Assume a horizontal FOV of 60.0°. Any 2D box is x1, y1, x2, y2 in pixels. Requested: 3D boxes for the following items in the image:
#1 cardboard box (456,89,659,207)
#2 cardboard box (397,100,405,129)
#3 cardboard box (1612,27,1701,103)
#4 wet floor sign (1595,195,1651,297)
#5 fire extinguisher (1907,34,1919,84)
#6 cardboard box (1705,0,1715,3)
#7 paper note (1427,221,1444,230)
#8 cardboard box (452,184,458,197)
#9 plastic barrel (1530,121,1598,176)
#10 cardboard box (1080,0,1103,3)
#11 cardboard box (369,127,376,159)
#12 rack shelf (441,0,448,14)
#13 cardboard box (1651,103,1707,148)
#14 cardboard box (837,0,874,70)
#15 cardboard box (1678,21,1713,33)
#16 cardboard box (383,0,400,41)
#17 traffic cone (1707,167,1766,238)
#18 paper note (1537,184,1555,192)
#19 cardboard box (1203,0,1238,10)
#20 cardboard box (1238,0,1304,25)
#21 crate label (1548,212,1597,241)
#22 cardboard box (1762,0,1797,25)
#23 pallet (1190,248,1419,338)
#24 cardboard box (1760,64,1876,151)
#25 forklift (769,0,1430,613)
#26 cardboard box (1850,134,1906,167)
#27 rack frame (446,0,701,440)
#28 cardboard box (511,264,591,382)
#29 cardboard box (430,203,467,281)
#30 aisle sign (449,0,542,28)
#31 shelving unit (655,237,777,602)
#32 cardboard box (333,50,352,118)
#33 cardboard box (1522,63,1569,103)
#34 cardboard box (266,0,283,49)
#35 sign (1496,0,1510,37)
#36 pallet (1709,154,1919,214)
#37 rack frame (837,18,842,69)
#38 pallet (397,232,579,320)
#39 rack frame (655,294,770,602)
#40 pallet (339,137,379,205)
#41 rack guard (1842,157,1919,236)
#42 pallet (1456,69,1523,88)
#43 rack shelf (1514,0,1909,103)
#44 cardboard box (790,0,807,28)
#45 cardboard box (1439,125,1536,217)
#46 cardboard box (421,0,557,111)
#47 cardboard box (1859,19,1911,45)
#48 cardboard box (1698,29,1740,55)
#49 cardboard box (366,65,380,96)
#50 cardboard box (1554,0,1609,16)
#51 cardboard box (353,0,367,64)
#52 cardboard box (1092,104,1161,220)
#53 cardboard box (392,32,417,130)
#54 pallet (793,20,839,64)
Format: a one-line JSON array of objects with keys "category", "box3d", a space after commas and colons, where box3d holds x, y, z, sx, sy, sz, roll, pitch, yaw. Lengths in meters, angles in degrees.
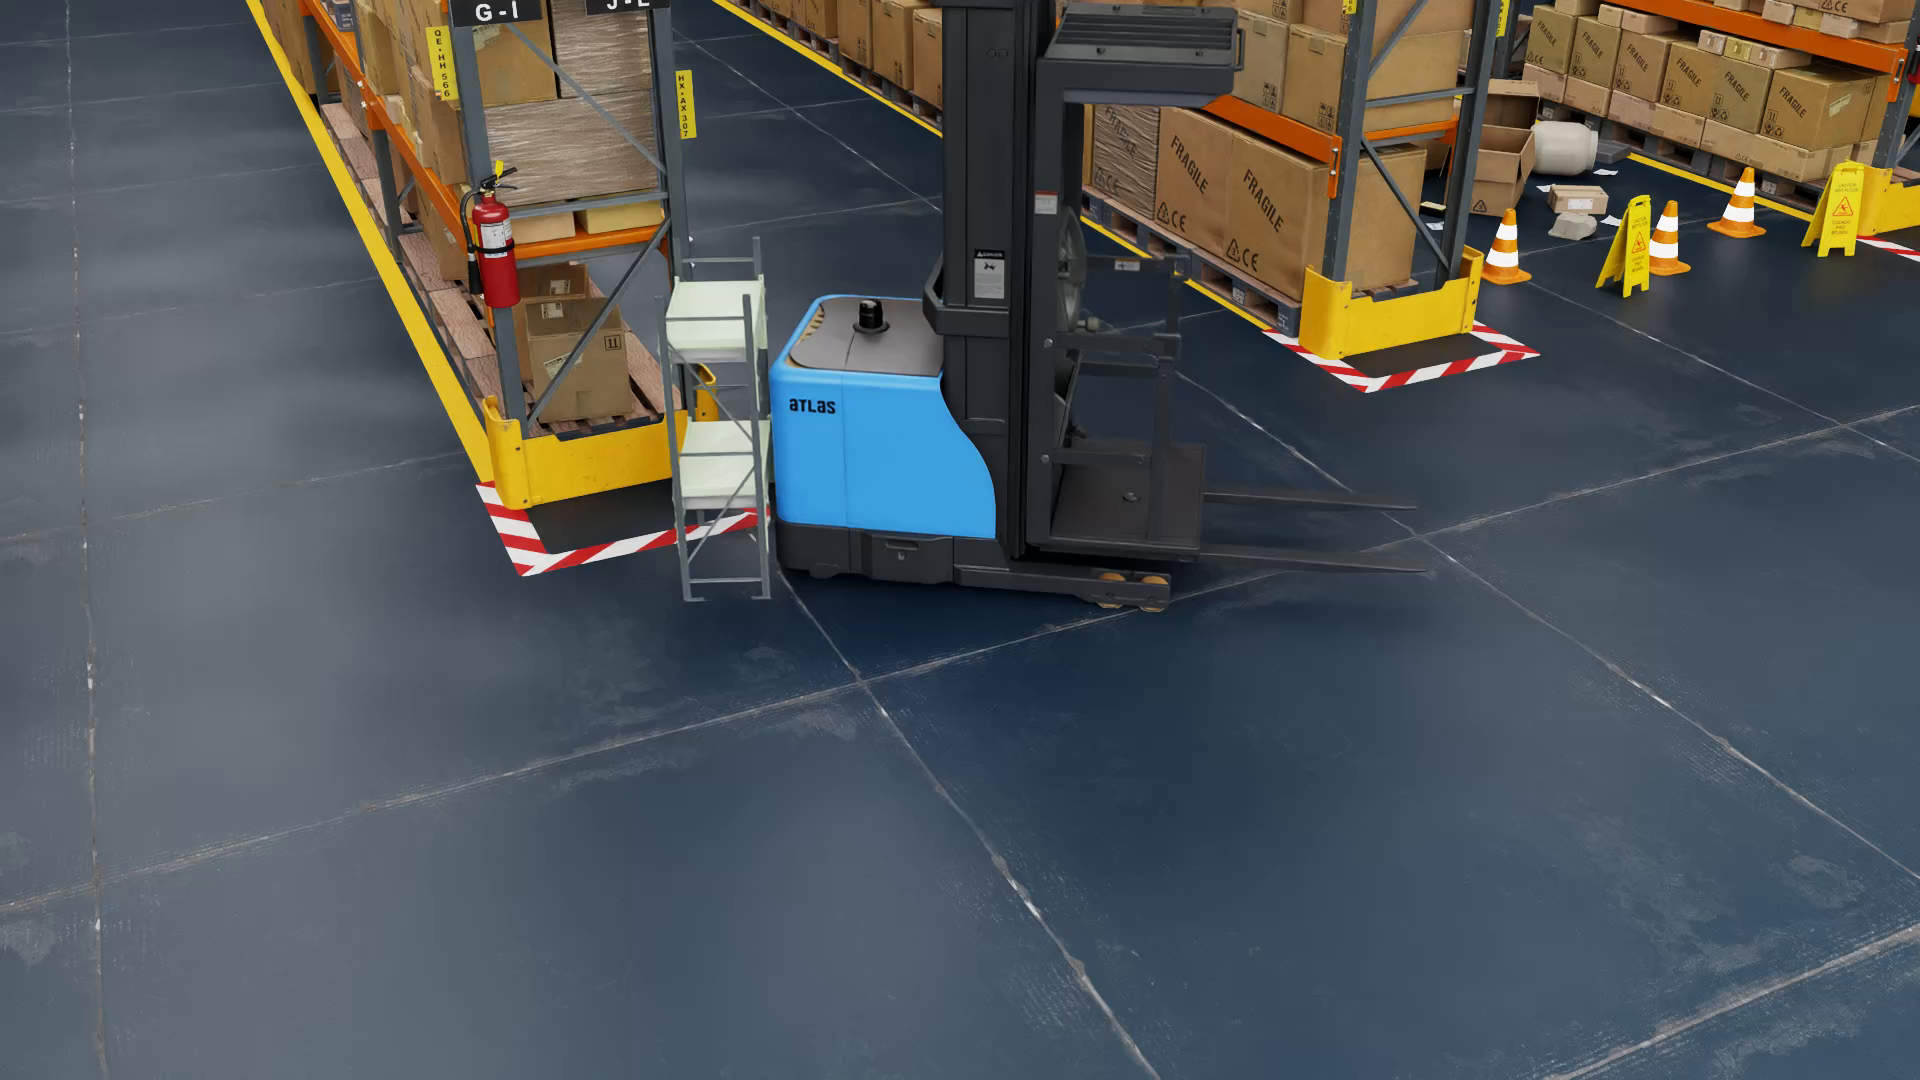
[{"category": "cardboard box", "box3d": [-2.040, -2.039, 8.413, 0.875, 0.500, 0.500, -13, 32, -22]}, {"category": "cardboard box", "box3d": [-3.166, -2.569, 10.021, 0.380, 0.149, 0.250, -13, 32, -22]}, {"category": "cardboard box", "box3d": [5.875, -3.995, 13.922, 0.500, 0.500, 0.500, -11, 31, -19]}, {"category": "wet floor sign", "box3d": [4.495, -1.990, 11.139, 0.267, 0.644, 0.232, -19, 35, -30]}, {"category": "fire extinguisher", "box3d": [6.755, -3.517, 11.533, 0.296, 0.674, 0.183, -13, 32, -22]}, {"category": "cardboard box", "box3d": [6.129, -4.388, 13.265, 0.380, 0.149, 0.250, -13, 32, -22]}, {"category": "paper note", "box3d": [3.572, -2.349, 12.409, 0.144, 0.017, 0.142, -3, 29, -5]}, {"category": "cardboard box", "box3d": [-2.492, -1.914, 8.853, 0.380, 0.149, 0.250, -13, 32, -22]}, {"category": "plastic barrel", "box3d": [4.867, -3.168, 13.468, 0.512, 0.421, 0.421, 7, 30, 13]}, {"category": "cardboard box", "box3d": [1.403, -4.047, 12.248, 0.875, 0.550, 0.550, -13, 32, -22]}, {"category": "cardboard box", "box3d": [-4.218, -3.223, 13.036, 0.700, 0.500, 0.500, -16, 33, -26]}, {"category": "rack shelf", "box3d": [-2.687, -3.495, 9.084, 1.077, 0.370, 4.000, -13, 32, -22]}, {"category": "cardboard box", "box3d": [6.087, -3.443, 13.704, 0.500, 0.250, 0.500, -14, 32, -24]}, {"category": "cardboard box", "box3d": [-0.560, -5.062, 16.080, 1.050, 0.750, 0.750, -14, 32, -23]}, {"category": "cardboard box", "box3d": [6.341, -4.121, 14.148, 0.500, 0.500, 0.500, -11, 31, -19]}, {"category": "cardboard box", "box3d": [-2.928, -3.081, 9.249, 0.500, 0.500, 0.500, -13, 32, -22]}, {"category": "traffic cone", "box3d": [5.772, -2.510, 12.253, 0.336, 0.463, 0.334, -13, 32, -22]}, {"category": "paper note", "box3d": [4.689, -2.804, 13.231, 0.148, 0.019, 0.142, -3, 29, -5]}, {"category": "cardboard box", "box3d": [2.111, -3.346, 10.996, 0.875, 0.550, 0.550, -13, 32, -22]}, {"category": "cardboard box", "box3d": [2.251, -3.546, 10.249, 0.875, 0.550, 0.550, -13, 32, -22]}, {"category": "crate label", "box3d": [4.522, -2.319, 12.246, 0.298, 0.136, 0.250, 19, 34, 30]}, {"category": "cardboard box", "box3d": [6.330, -4.022, 12.613, 0.380, 0.149, 0.250, -13, 32, -21]}, {"category": "pallet", "box3d": [2.280, -1.734, 11.127, 1.003, 0.211, 1.213, -13, 32, -22]}, {"category": "cardboard box", "box3d": [6.542, -3.308, 12.697, 0.500, 0.500, 0.500, -13, 32, -22]}, {"category": "forklift", "box3d": [0.689, -1.224, 7.436, 3.031, 2.935, 1.130, 4, 30, 8]}, {"category": "cardboard box", "box3d": [7.025, -3.096, 13.086, 0.500, 0.250, 0.500, -13, 32, -22]}, {"category": "rack frame", "box3d": [-1.829, -1.617, 8.066, 1.000, 3.000, 0.127, -13, 32, -22]}, {"category": "cardboard box", "box3d": [-2.369, -1.246, 9.531, 0.500, 0.500, 0.500, -5, 30, -9]}, {"category": "cardboard box", "box3d": [-3.158, -2.040, 10.948, 0.500, 0.500, 0.500, -3, 29, -6]}, {"category": "aisle sign", "box3d": [-2.073, -2.660, 7.270, 0.394, 0.787, 0.004, -13, 32, -22]}, {"category": "shelving unit", "box3d": [-1.104, -0.556, 7.708, 0.431, 1.500, 0.755, -1, 29, -2]}, {"category": "cardboard box", "box3d": [-4.957, -3.961, 14.352, 0.700, 0.500, 0.500, -15, 33, -25]}, {"category": "cardboard box", "box3d": [5.414, -4.131, 14.932, 0.500, 0.250, 0.500, -15, 32, -24]}, {"category": "cardboard box", "box3d": [-6.303, -5.501, 16.736, 1.225, 0.875, 0.875, -14, 32, -24]}, {"category": "sign", "box3d": [3.198, -3.140, 9.816, 0.100, 0.325, 0.005, -13, 32, -22]}, {"category": "pallet", "box3d": [6.772, -2.881, 13.172, 1.003, 0.211, 1.213, -13, 32, -22]}, {"category": "rack frame", "box3d": [-0.740, -6.148, 16.146, 1.000, 3.000, 0.127, -13, 32, -22]}, {"category": "pallet", "box3d": [-3.226, -1.878, 11.384, 1.003, 0.211, 1.213, -13, 32, -22]}, {"category": "rack frame", "box3d": [-1.086, -0.378, 7.389, 0.400, 1.500, 0.023, -1, 29, -2]}, {"category": "pallet", "box3d": [-4.409, -3.051, 13.475, 1.003, 0.211, 1.213, -13, 32, -22]}, {"category": "rack guard", "box3d": [7.089, -2.641, 12.448, 1.175, 0.500, 0.348, -13, 32, -22]}, {"category": "pallet", "box3d": [5.069, -4.592, 16.223, 1.003, 0.211, 1.213, -13, 32, -22]}, {"category": "rack shelf", "box3d": [6.263, -4.267, 13.529, 1.077, 0.370, 4.000, -13, 32, -22]}, {"category": "cardboard box", "box3d": [-1.478, -5.706, 17.486, 0.500, 0.500, 0.500, -12, 31, -20]}, {"category": "cardboard box", "box3d": [4.081, -2.853, 12.824, 0.637, 0.503, 0.797, 13, 32, 21]}, {"category": "cardboard box", "box3d": [-2.288, -2.417, 8.065, 0.500, 0.500, 0.500, -13, 32, -22]}, {"category": "cardboard box", "box3d": [6.768, -3.708, 12.053, 0.380, 0.149, 0.250, -12, 31, -20]}, {"category": "cardboard box", "box3d": [6.107, -3.967, 13.210, 0.380, 0.149, 0.250, -12, 31, -20]}, {"category": "cardboard box", "box3d": [-3.630, -3.003, 10.795, 0.380, 0.149, 0.250, -13, 32, -22]}, {"category": "cardboard box", "box3d": [5.413, -4.673, 14.469, 0.380, 0.149, 0.250, -13, 32, -21]}, {"category": "cardboard box", "box3d": [-3.409, -3.345, 10.743, 0.875, 0.500, 0.500, -13, 32, -22]}, {"category": "cardboard box", "box3d": [1.574, -2.947, 12.182, 0.875, 0.875, 0.875, -13, 32, -22]}, {"category": "cardboard box", "box3d": [-2.743, -2.688, 9.570, 0.875, 0.500, 0.500, -13, 32, -22]}, {"category": "pallet", "box3d": [-1.074, -5.277, 17.444, 1.003, 0.211, 1.213, -13, 32, -22]}]
